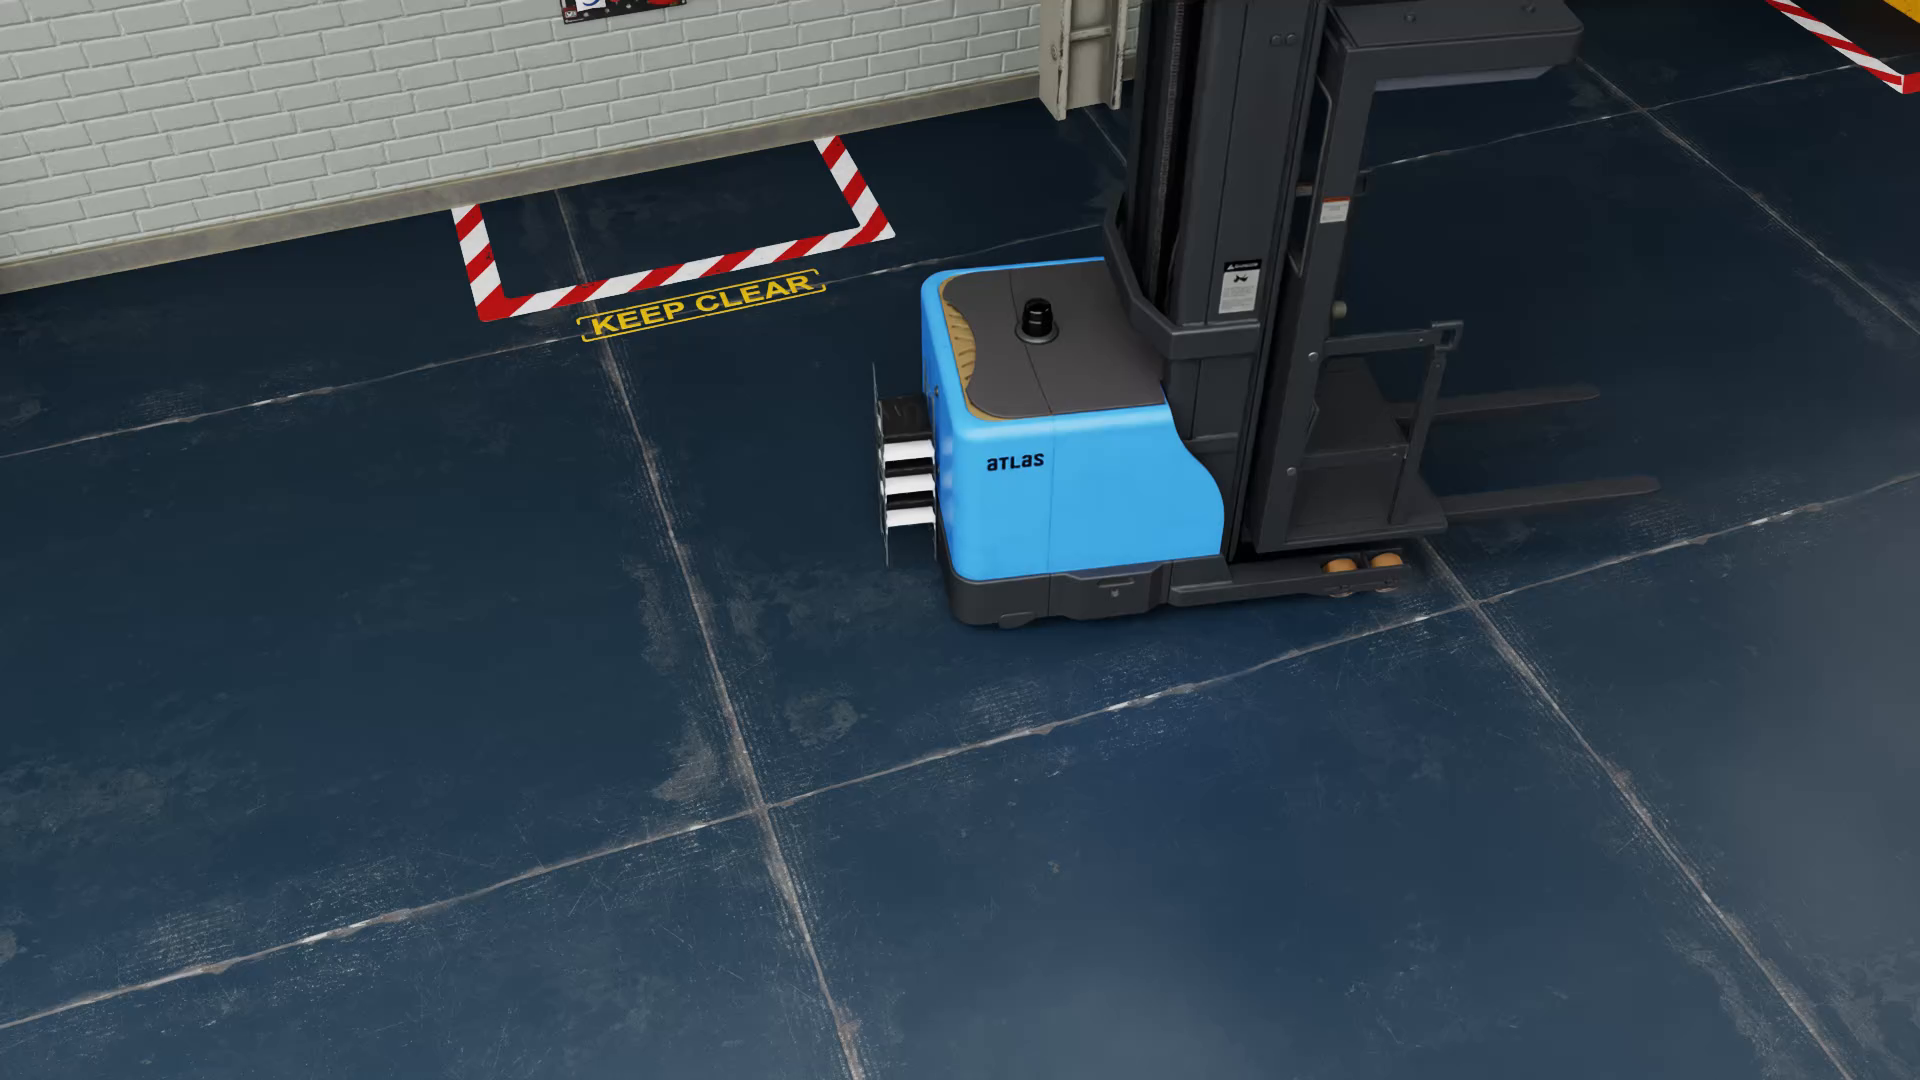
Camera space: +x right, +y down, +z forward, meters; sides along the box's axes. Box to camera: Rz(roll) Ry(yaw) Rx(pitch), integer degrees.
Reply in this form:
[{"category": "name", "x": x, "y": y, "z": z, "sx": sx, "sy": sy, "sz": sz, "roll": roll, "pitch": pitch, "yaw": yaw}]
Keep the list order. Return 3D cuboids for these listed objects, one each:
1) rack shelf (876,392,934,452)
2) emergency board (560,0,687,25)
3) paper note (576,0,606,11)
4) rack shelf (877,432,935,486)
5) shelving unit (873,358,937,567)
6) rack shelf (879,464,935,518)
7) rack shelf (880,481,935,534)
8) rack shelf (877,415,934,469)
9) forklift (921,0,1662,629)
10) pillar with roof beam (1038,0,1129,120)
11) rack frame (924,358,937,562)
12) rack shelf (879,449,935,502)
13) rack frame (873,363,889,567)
[{"category": "rack shelf", "x": -0.219, "y": -0.466, "z": 6.554, "sx": 0.200, "sy": 0.077, "sz": 0.258, "roll": -6, "pitch": 45, "yaw": -6}, {"category": "emergency board", "x": -1.653, "y": -3.019, "z": 7.951, "sx": 0.643, "sy": 1.169, "sz": 0.194, "roll": -14, "pitch": 47, "yaw": -14}, {"category": "paper note", "x": -1.843, "y": -2.712, "z": 8.266, "sx": 0.142, "sy": 0.148, "sz": 0.016, "roll": -14, "pitch": 47, "yaw": -14}, {"category": "rack shelf", "x": -0.219, "y": -0.339, "z": 6.682, "sx": 0.200, "sy": 0.077, "sz": 0.258, "roll": -6, "pitch": 45, "yaw": -6}, {"category": "shelving unit", "x": -0.219, "y": -0.299, "z": 6.722, "sx": 0.210, "sy": 0.900, "sz": 0.258, "roll": -6, "pitch": 45, "yaw": -6}, {"category": "rack shelf", "x": -0.219, "y": -0.212, "z": 6.809, "sx": 0.200, "sy": 0.077, "sz": 0.258, "roll": -6, "pitch": 45, "yaw": -6}, {"category": "rack shelf", "x": -0.219, "y": -0.148, "z": 6.873, "sx": 0.200, "sy": 0.077, "sz": 0.258, "roll": -6, "pitch": 45, "yaw": -6}, {"category": "rack shelf", "x": -0.219, "y": -0.402, "z": 6.618, "sx": 0.200, "sy": 0.077, "sz": 0.258, "roll": -6, "pitch": 45, "yaw": -6}, {"category": "forklift", "x": 1.394, "y": -1.165, "z": 6.151, "sx": 3.031, "sy": 2.935, "sz": 1.130, "roll": -6, "pitch": 45, "yaw": -6}, {"category": "pillar with roof beam", "x": 2.146, "y": -2.838, "z": 3.535, "sx": 0.400, "sy": 9.000, "sz": 9.100, "roll": -14, "pitch": 47, "yaw": -14}, {"category": "rack frame", "x": -0.118, "y": -0.310, "z": 6.733, "sx": 0.006, "sy": 0.900, "sz": 0.240, "roll": -6, "pitch": 45, "yaw": -6}, {"category": "rack shelf", "x": -0.219, "y": -0.275, "z": 6.745, "sx": 0.200, "sy": 0.077, "sz": 0.258, "roll": -6, "pitch": 45, "yaw": -6}, {"category": "rack frame", "x": -0.319, "y": -0.288, "z": 6.711, "sx": 0.006, "sy": 0.900, "sz": 0.240, "roll": -6, "pitch": 45, "yaw": -6}]
